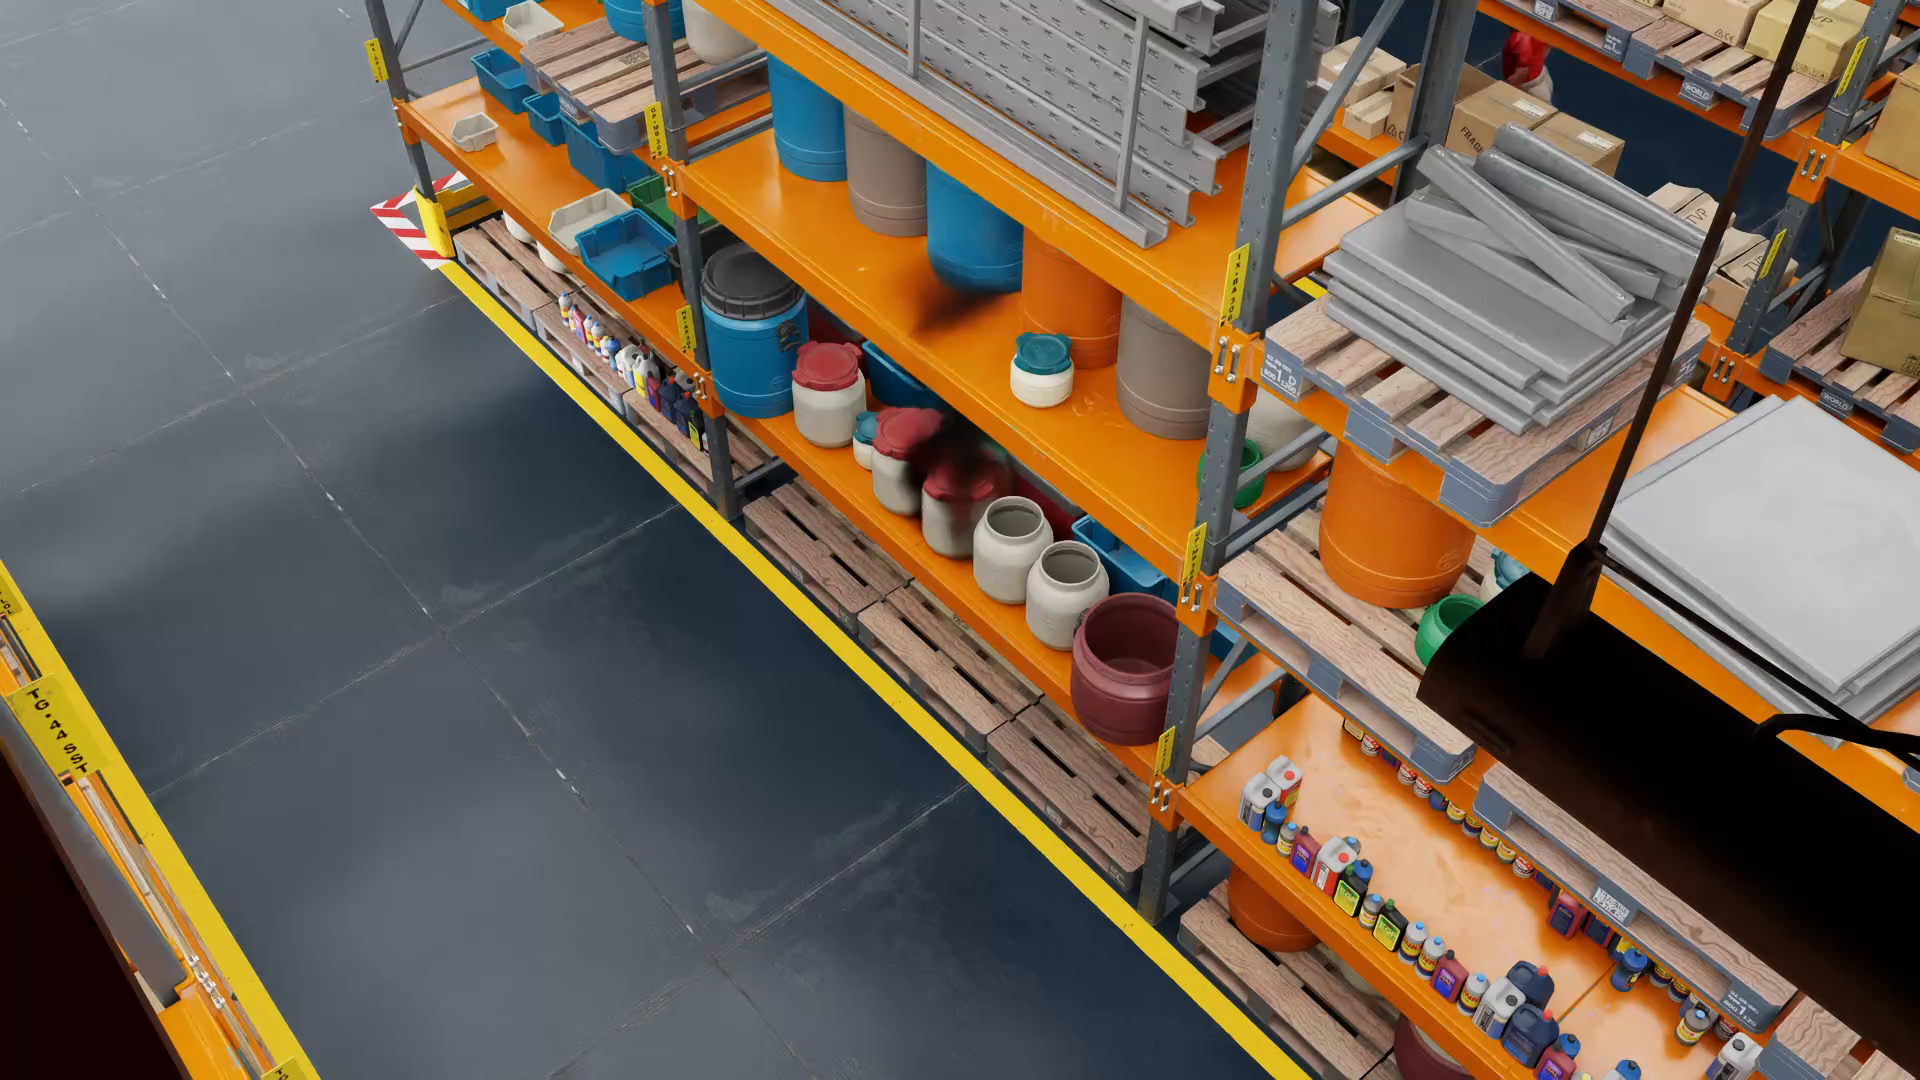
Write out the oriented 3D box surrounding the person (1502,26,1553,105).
[{"bbox_3d":[4.546,-3.497,13.187,0.763,1.676,0.682,18,49,16],"label":"person"}]
